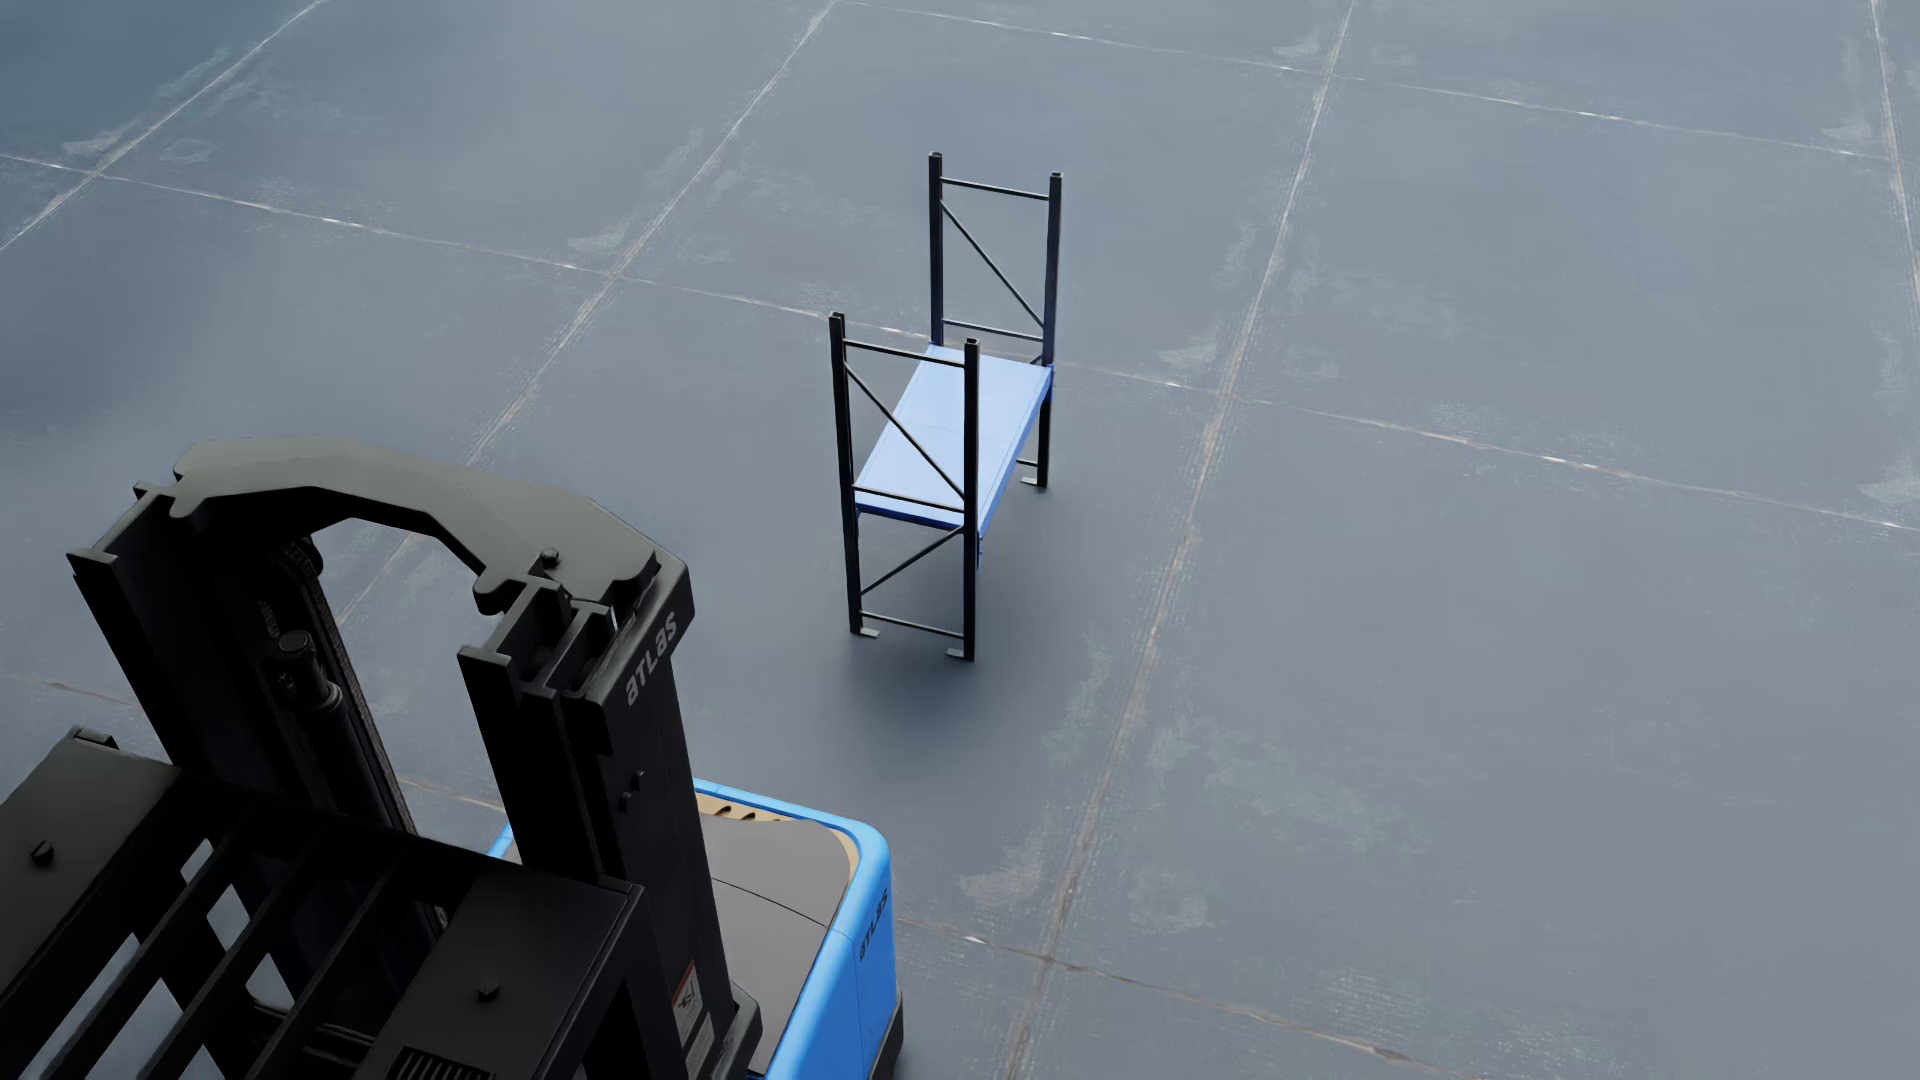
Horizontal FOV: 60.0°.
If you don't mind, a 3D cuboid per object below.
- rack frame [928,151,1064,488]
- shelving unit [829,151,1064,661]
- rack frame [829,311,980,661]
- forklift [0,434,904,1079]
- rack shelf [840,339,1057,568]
[{"bbox_3d":[0.128,-0.818,6.514,0.500,1.500,0.032,13,46,12],"label":"rack frame"},{"bbox_3d":[-0.026,-0.479,6.167,0.538,1.500,1.048,13,46,12],"label":"shelving unit"},{"bbox_3d":[-0.180,-0.140,5.821,0.500,1.500,0.032,13,46,12],"label":"rack frame"},{"bbox_3d":[-1.107,1.371,3.254,1.130,2.935,3.031,13,46,13],"label":"forklift"},{"bbox_3d":[-0.026,-0.351,6.293,0.538,0.185,1.000,13,46,12],"label":"rack shelf"}]
